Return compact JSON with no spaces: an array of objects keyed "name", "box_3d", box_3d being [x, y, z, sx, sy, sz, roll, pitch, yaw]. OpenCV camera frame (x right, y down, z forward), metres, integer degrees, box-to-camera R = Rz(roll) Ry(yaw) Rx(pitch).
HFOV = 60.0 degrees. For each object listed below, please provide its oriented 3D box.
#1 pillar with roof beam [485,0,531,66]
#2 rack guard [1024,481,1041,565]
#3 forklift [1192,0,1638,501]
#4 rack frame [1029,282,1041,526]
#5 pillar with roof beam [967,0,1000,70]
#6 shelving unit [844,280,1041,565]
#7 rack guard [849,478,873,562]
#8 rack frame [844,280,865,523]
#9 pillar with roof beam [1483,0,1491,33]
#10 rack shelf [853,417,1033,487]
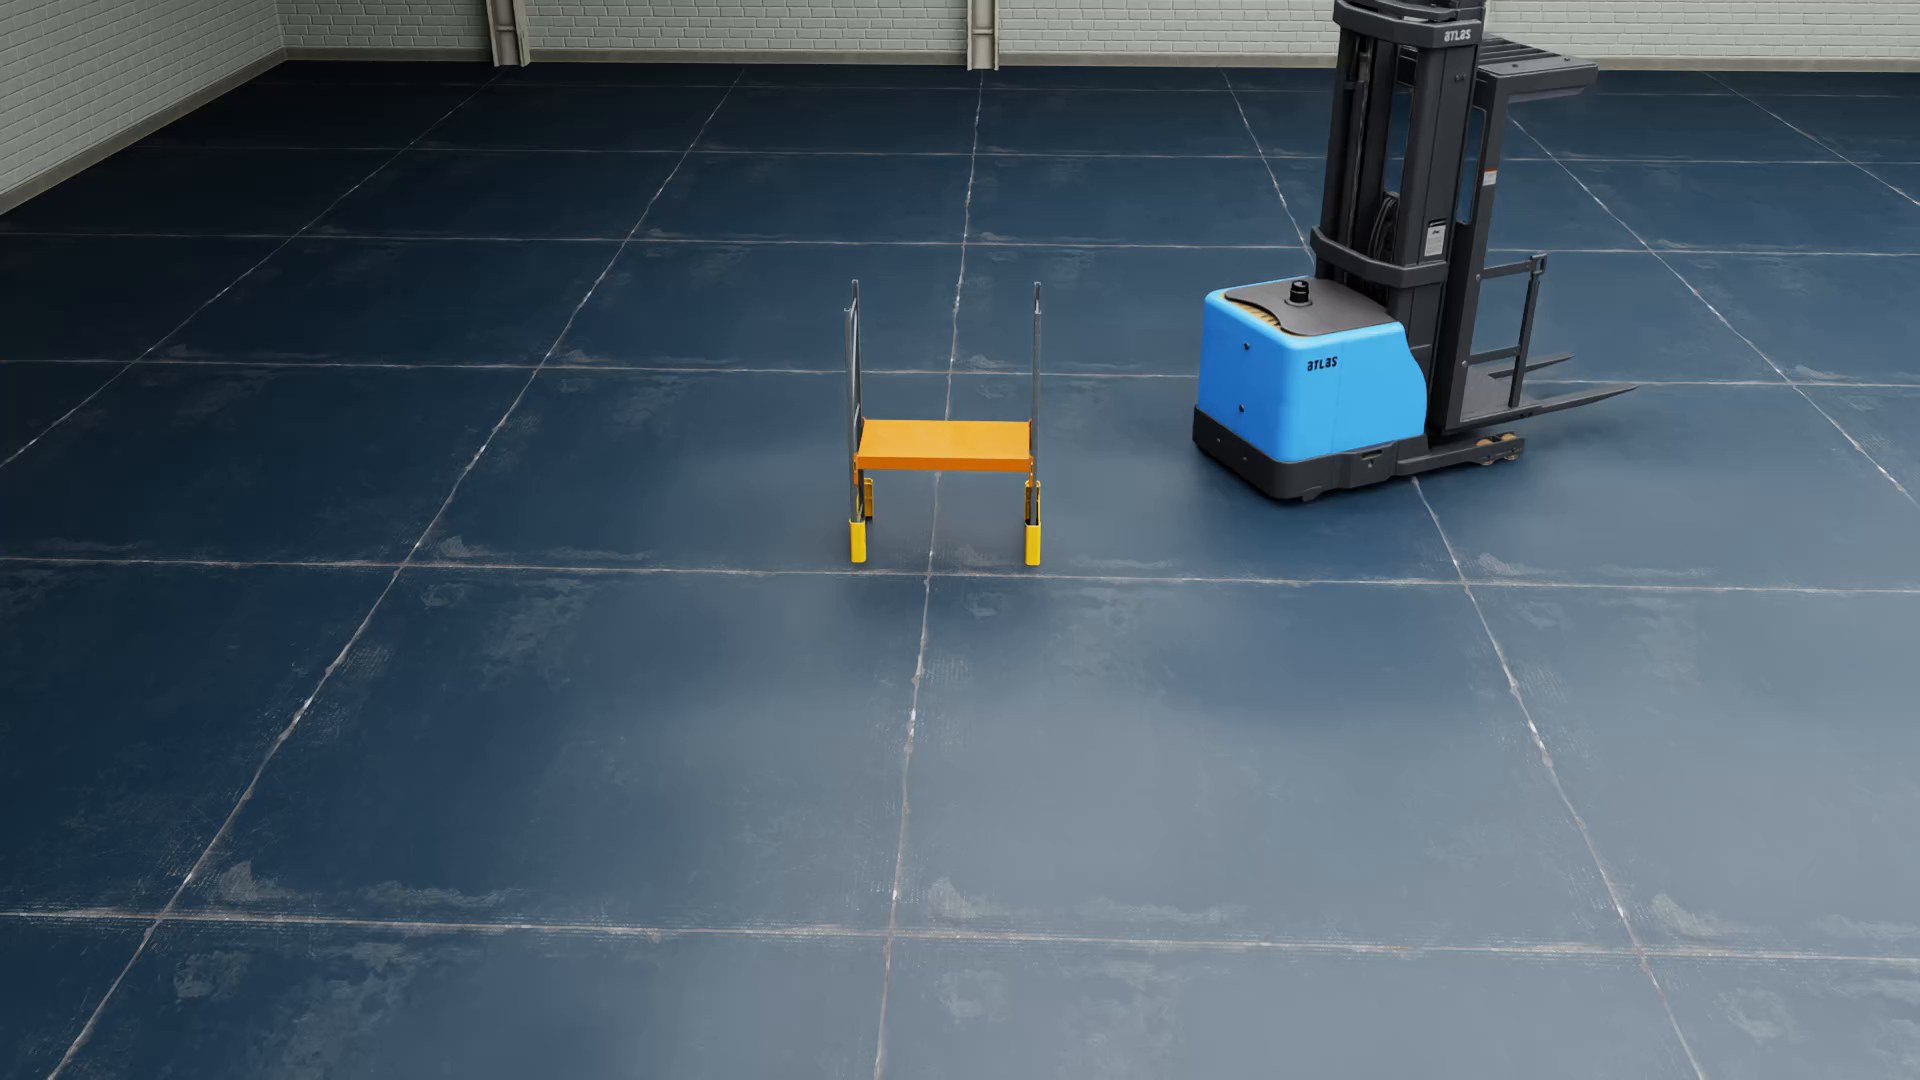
[{"name":"pillar with roof beam","box_3d":[-5.858,-8.036,15.301,0.400,9.000,9.100,1,28,2]},{"name":"rack guard","box_3d":[0.422,-0.103,9.678,0.087,0.250,0.587,1,28,2]},{"name":"forklift","box_3d":[3.073,-1.983,10.361,3.031,2.935,1.130,-12,30,-22]},{"name":"rack frame","box_3d":[0.423,-0.656,9.386,0.032,1.500,0.500,1,28,2]},{"name":"pillar with roof beam","box_3d":[0.138,-7.937,15.114,0.400,9.000,9.100,1,28,2]},{"name":"shelving unit","box_3d":[-0.076,-0.664,9.401,1.083,1.500,0.587,1,28,2]},{"name":"rack guard","box_3d":[-0.574,-0.120,9.709,0.087,0.250,0.587,1,28,2]},{"name":"rack frame","box_3d":[-0.593,-0.672,9.417,0.032,1.500,0.500,1,28,2]},{"name":"pillar with roof beam","box_3d":[6.134,-7.837,14.927,0.400,9.000,9.100,1,28,2]},{"name":"rack shelf","box_3d":[-0.085,-0.505,9.486,1.000,0.185,0.538,1,28,2]}]
